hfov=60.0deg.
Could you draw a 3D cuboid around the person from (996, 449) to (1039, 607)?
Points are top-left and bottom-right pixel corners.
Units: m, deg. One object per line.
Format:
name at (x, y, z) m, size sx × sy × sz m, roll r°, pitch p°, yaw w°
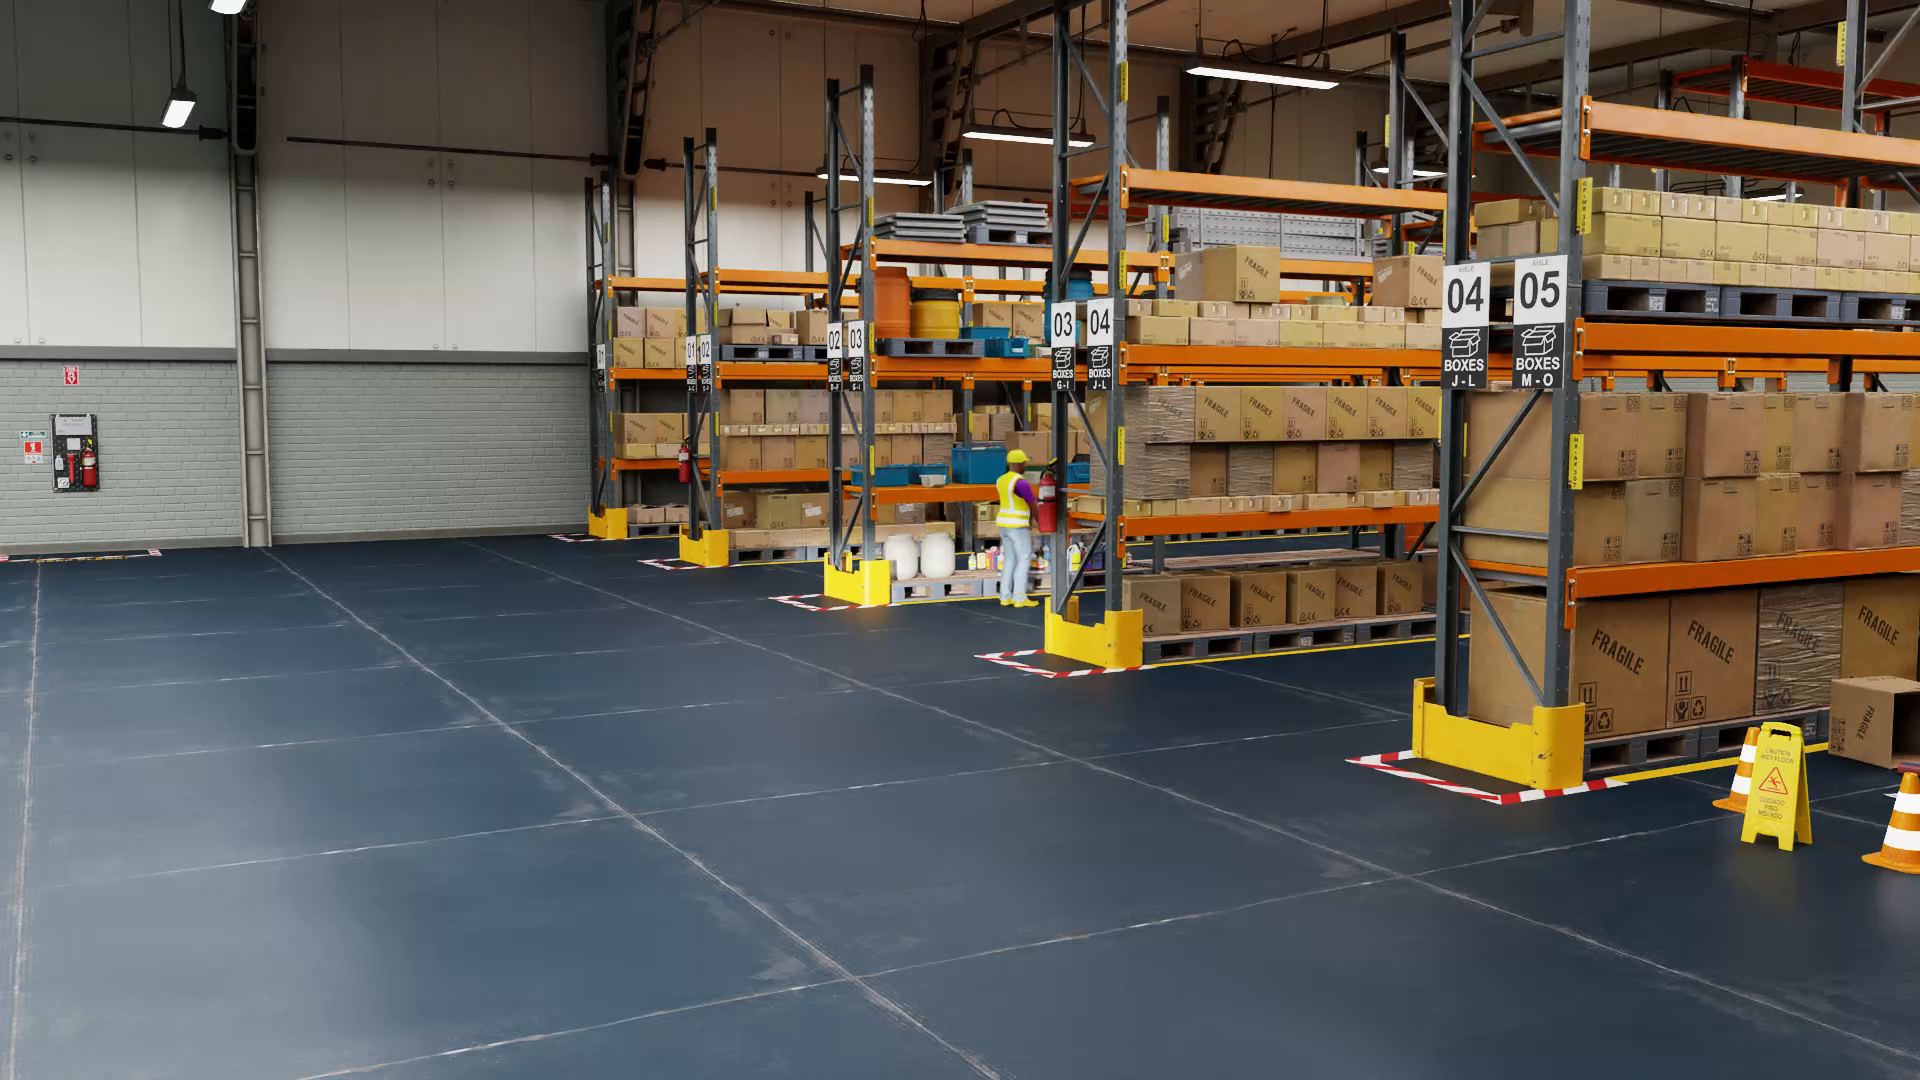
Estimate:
person at (0.697, -0.141, 18.752) m, size 0.566 × 1.762 × 0.505 m, roll -3°, pitch 6°, yaw -30°
